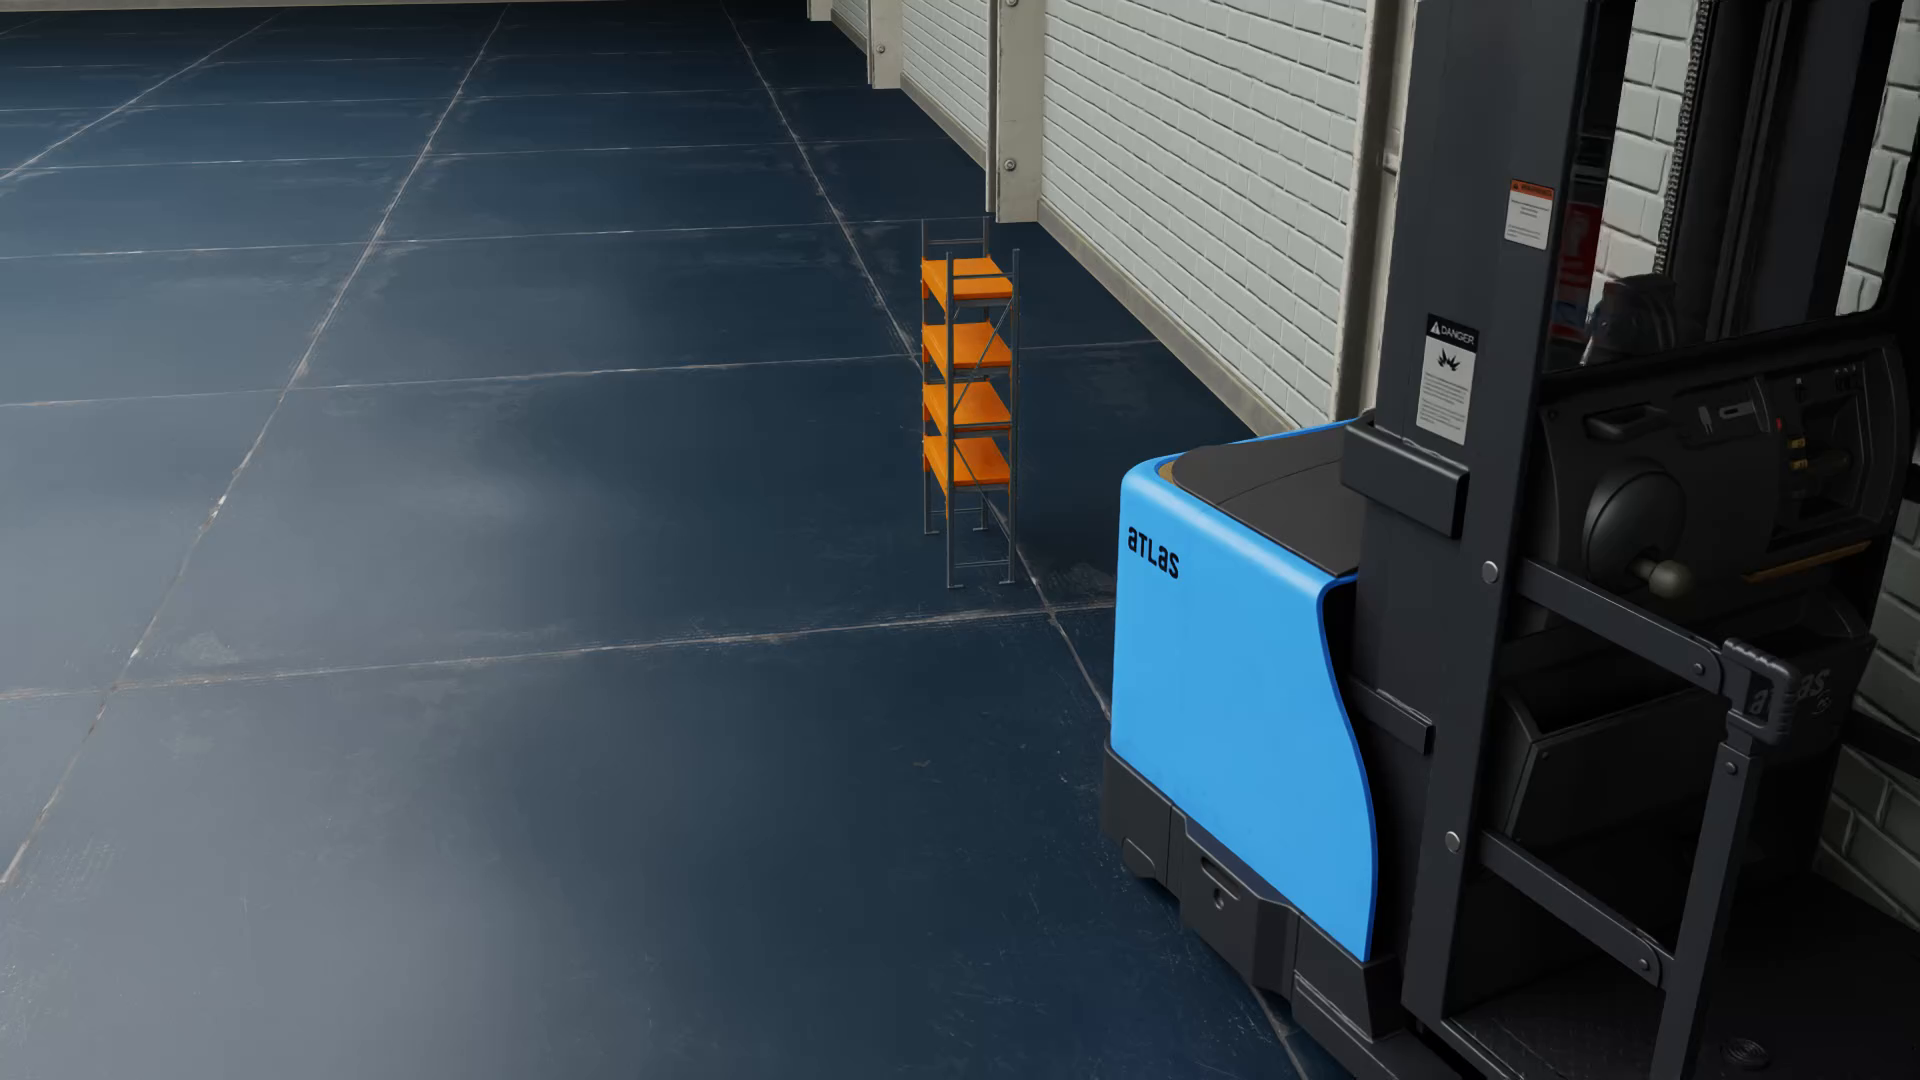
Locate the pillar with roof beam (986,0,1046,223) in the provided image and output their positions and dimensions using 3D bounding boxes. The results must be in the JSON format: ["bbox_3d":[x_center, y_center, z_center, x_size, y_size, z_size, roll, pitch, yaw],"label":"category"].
[{"bbox_3d":[-3.866,-6.009,8.766,9.100,9.000,0.400,-4,24,-10],"label":"pillar with roof beam"}]

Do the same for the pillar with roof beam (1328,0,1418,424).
[{"bbox_3d":[-2.757,-3.649,3.362,9.100,9.000,0.400,-4,24,-10],"label":"pillar with roof beam"}]

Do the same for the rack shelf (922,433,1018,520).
[{"bbox_3d":[0.031,-0.241,5.967,0.258,0.148,0.480,-4,24,-10],"label":"rack shelf"}]

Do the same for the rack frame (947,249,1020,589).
[{"bbox_3d":[0.076,-0.389,5.641,0.240,1.200,0.015,-4,24,-10],"label":"rack frame"}]

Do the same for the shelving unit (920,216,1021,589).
[{"bbox_3d":[0.031,-0.485,5.861,0.258,1.200,0.503,-4,24,-10],"label":"shelving unit"}]

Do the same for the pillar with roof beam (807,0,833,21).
[{"bbox_3d":[-6.085,-10.729,19.573,9.100,9.000,0.400,-4,24,-10],"label":"pillar with roof beam"}]

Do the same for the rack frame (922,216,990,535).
[{"bbox_3d":[-0.015,-0.581,6.081,0.240,1.200,0.015,-4,24,-10],"label":"rack frame"}]

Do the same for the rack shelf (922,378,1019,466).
[{"bbox_3d":[0.031,-0.423,5.888,0.258,0.148,0.480,-4,24,-10],"label":"rack shelf"}]

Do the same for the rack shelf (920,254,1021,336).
[{"bbox_3d":[0.031,-0.845,5.703,0.258,0.148,0.480,-4,24,-10],"label":"rack shelf"}]

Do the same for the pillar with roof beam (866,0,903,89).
[{"bbox_3d":[-4.976,-8.369,14.170,9.100,9.000,0.400,-4,24,-10],"label":"pillar with roof beam"}]

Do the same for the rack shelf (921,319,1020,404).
[{"bbox_3d":[0.031,-0.628,5.798,0.258,0.148,0.480,-4,24,-10],"label":"rack shelf"}]

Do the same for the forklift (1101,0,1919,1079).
[{"bbox_3d":[1.502,-0.113,2.846,1.130,2.935,3.031,-12,26,-25],"label":"forklift"}]
